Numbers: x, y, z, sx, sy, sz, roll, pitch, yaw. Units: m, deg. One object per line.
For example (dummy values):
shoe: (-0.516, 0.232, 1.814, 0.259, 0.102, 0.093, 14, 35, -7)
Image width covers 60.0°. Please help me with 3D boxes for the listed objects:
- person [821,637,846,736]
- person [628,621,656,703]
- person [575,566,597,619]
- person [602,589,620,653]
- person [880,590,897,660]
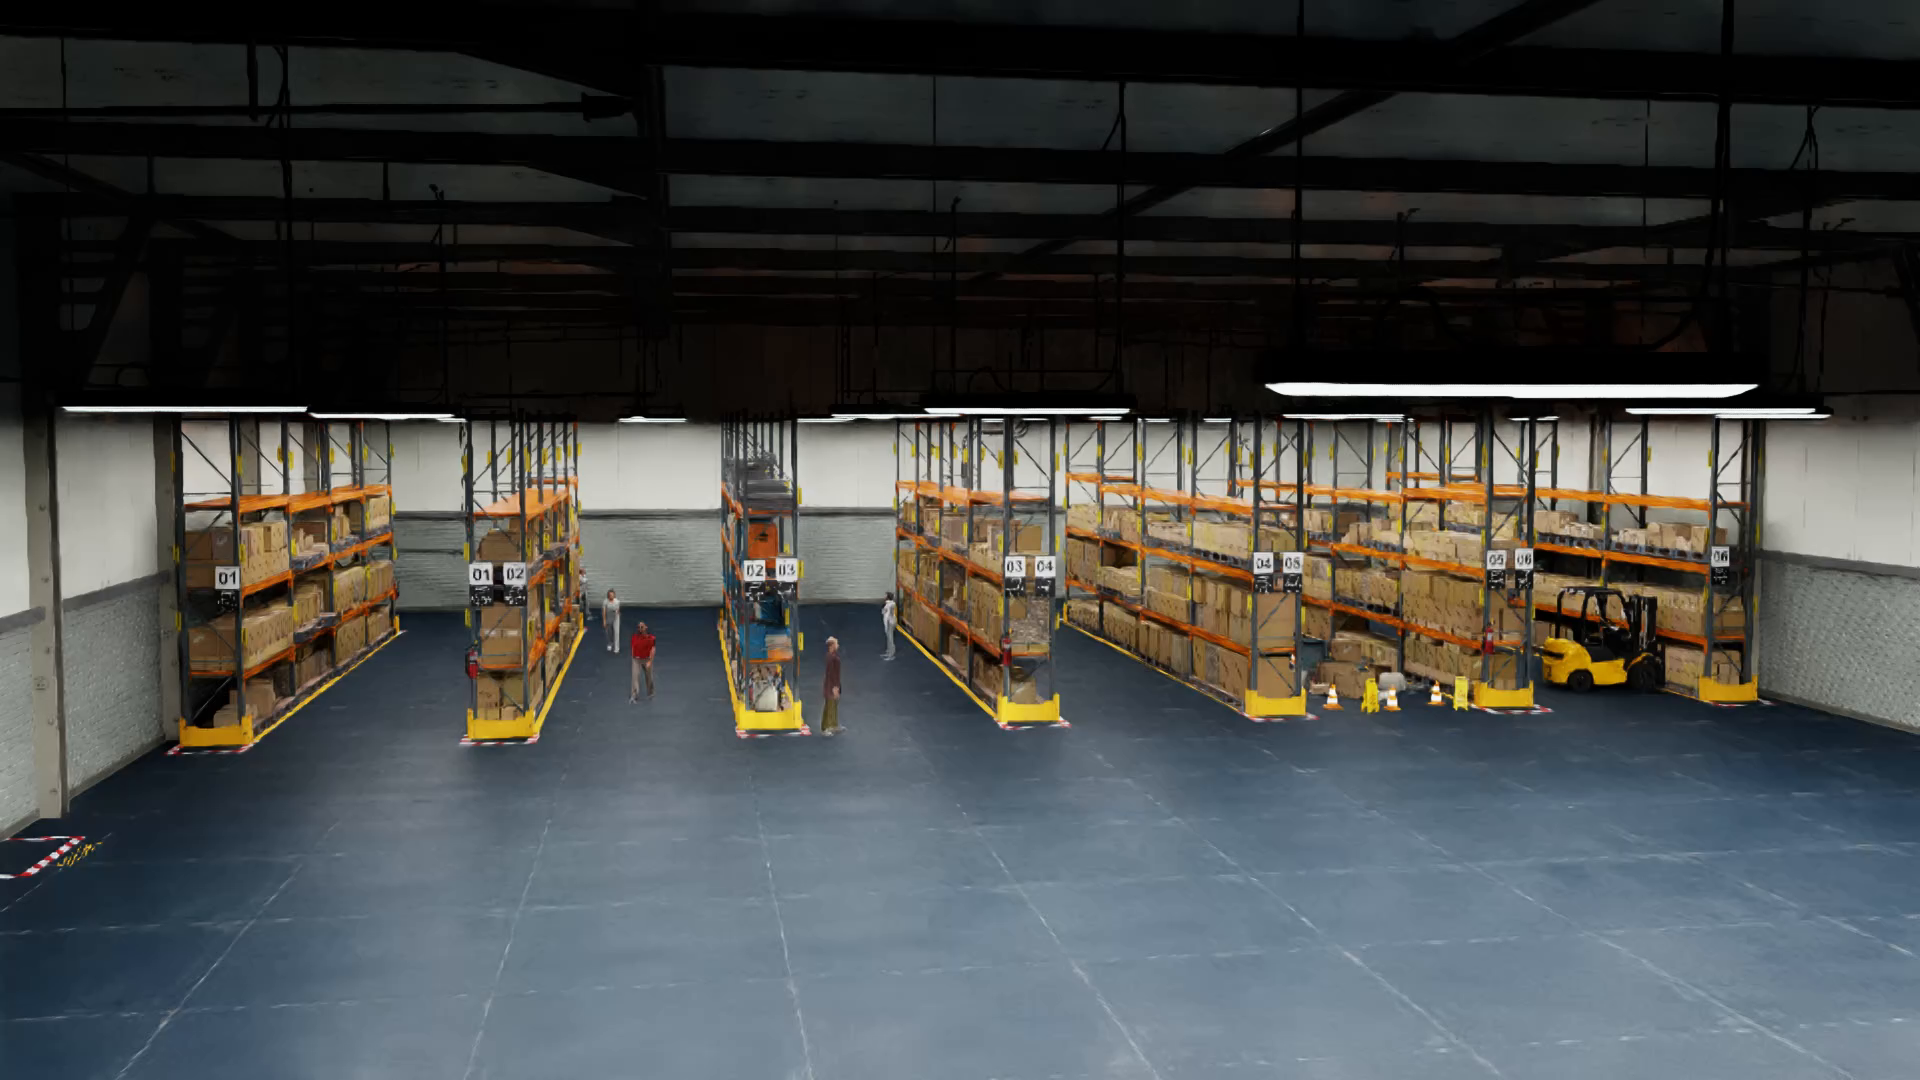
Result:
person: (-2.346, 2.675, 30.667, 0.436, 1.785, 0.741, 0, 4, 1)
person: (-6.522, 2.492, 34.207, 0.532, 1.659, 1.040, 0, 4, -1)
person: (-10.977, 1.553, 48.358, 0.531, 1.574, 0.639, 2, 4, 27)
person: (-8.730, 2.003, 41.618, 0.449, 1.586, 1.099, -1, 4, -12)
person: (-1.758, 2.060, 40.397, 0.455, 1.677, 0.525, 1, 4, 20)
